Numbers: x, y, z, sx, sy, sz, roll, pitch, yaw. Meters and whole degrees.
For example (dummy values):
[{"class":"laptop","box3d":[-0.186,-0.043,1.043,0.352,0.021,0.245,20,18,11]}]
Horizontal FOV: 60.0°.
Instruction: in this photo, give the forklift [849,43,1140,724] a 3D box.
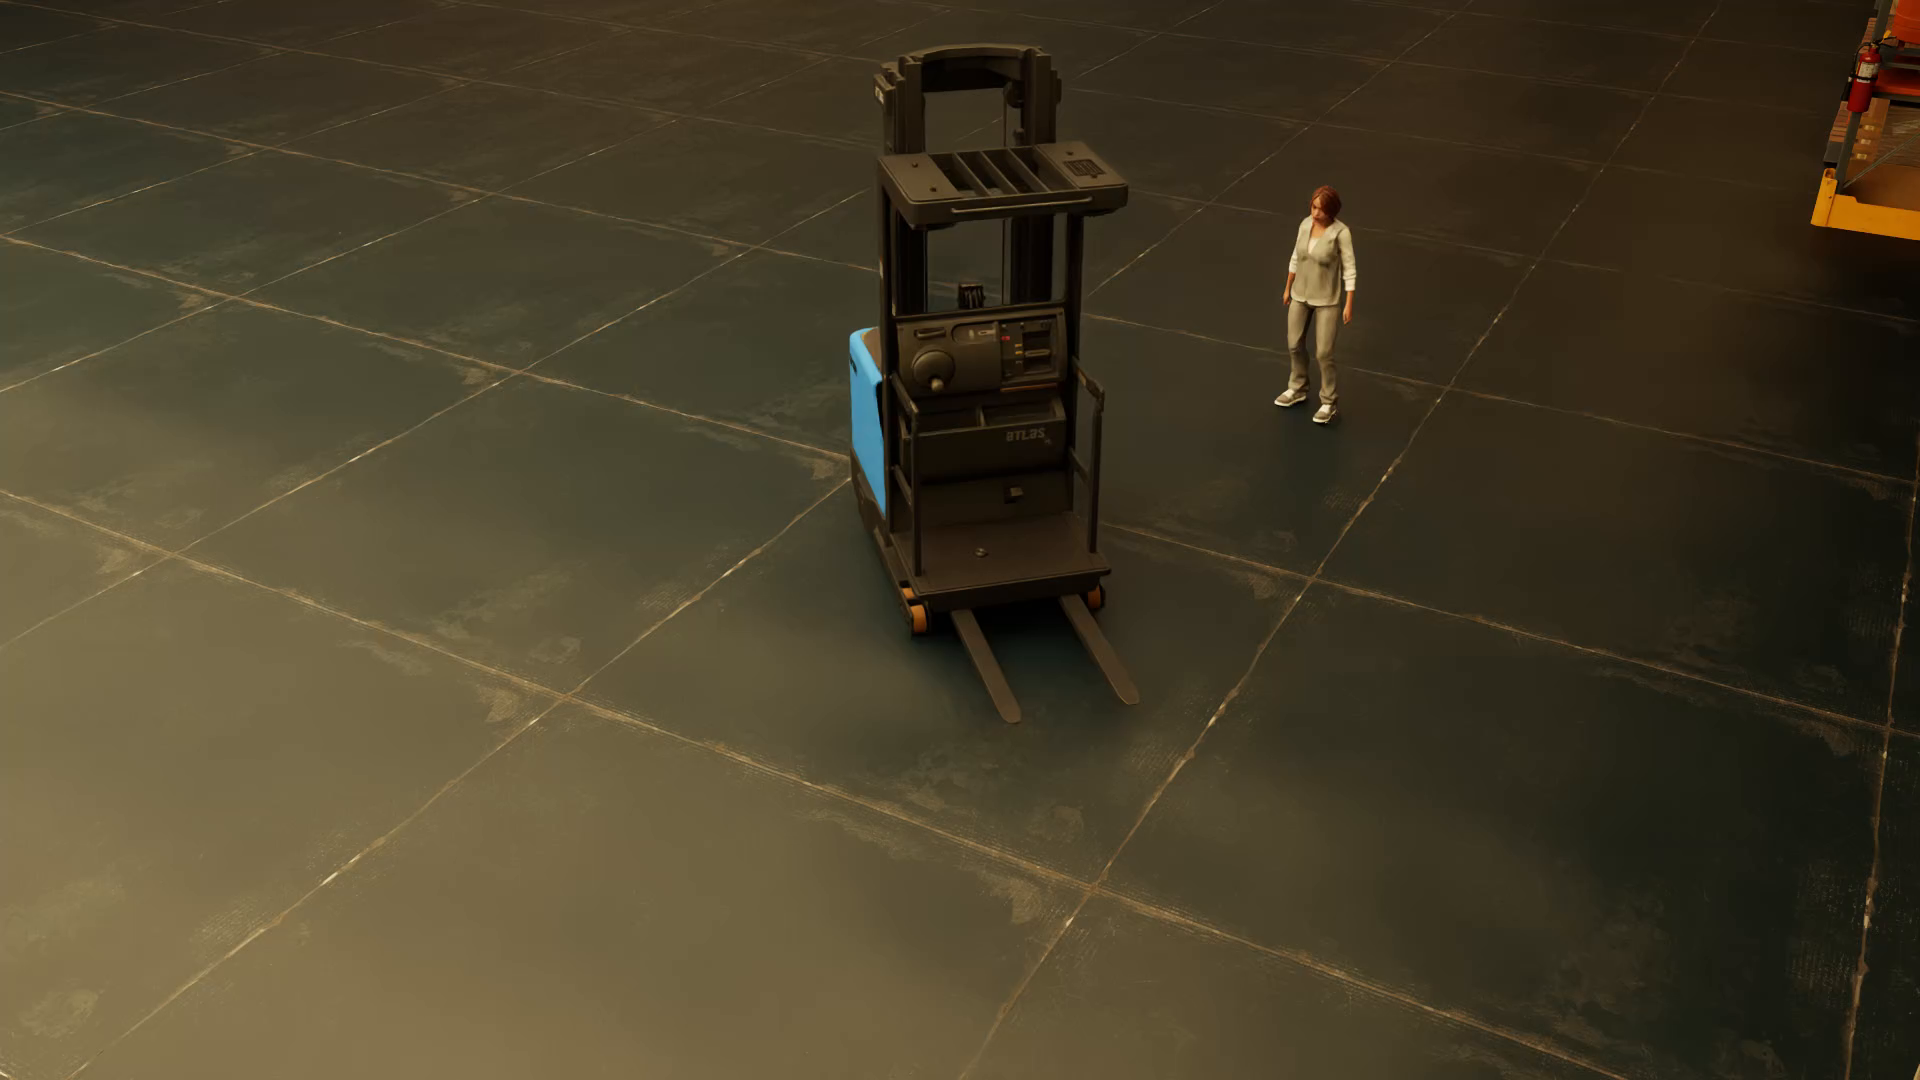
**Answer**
[{"class":"forklift","box3d":[0.179,-0.964,8.741,1.130,2.935,3.031,-7,31,-13]}]

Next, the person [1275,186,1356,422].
[{"class":"person","box3d":[2.396,-1.606,11.197,0.560,1.589,0.345,24,38,35]}]
